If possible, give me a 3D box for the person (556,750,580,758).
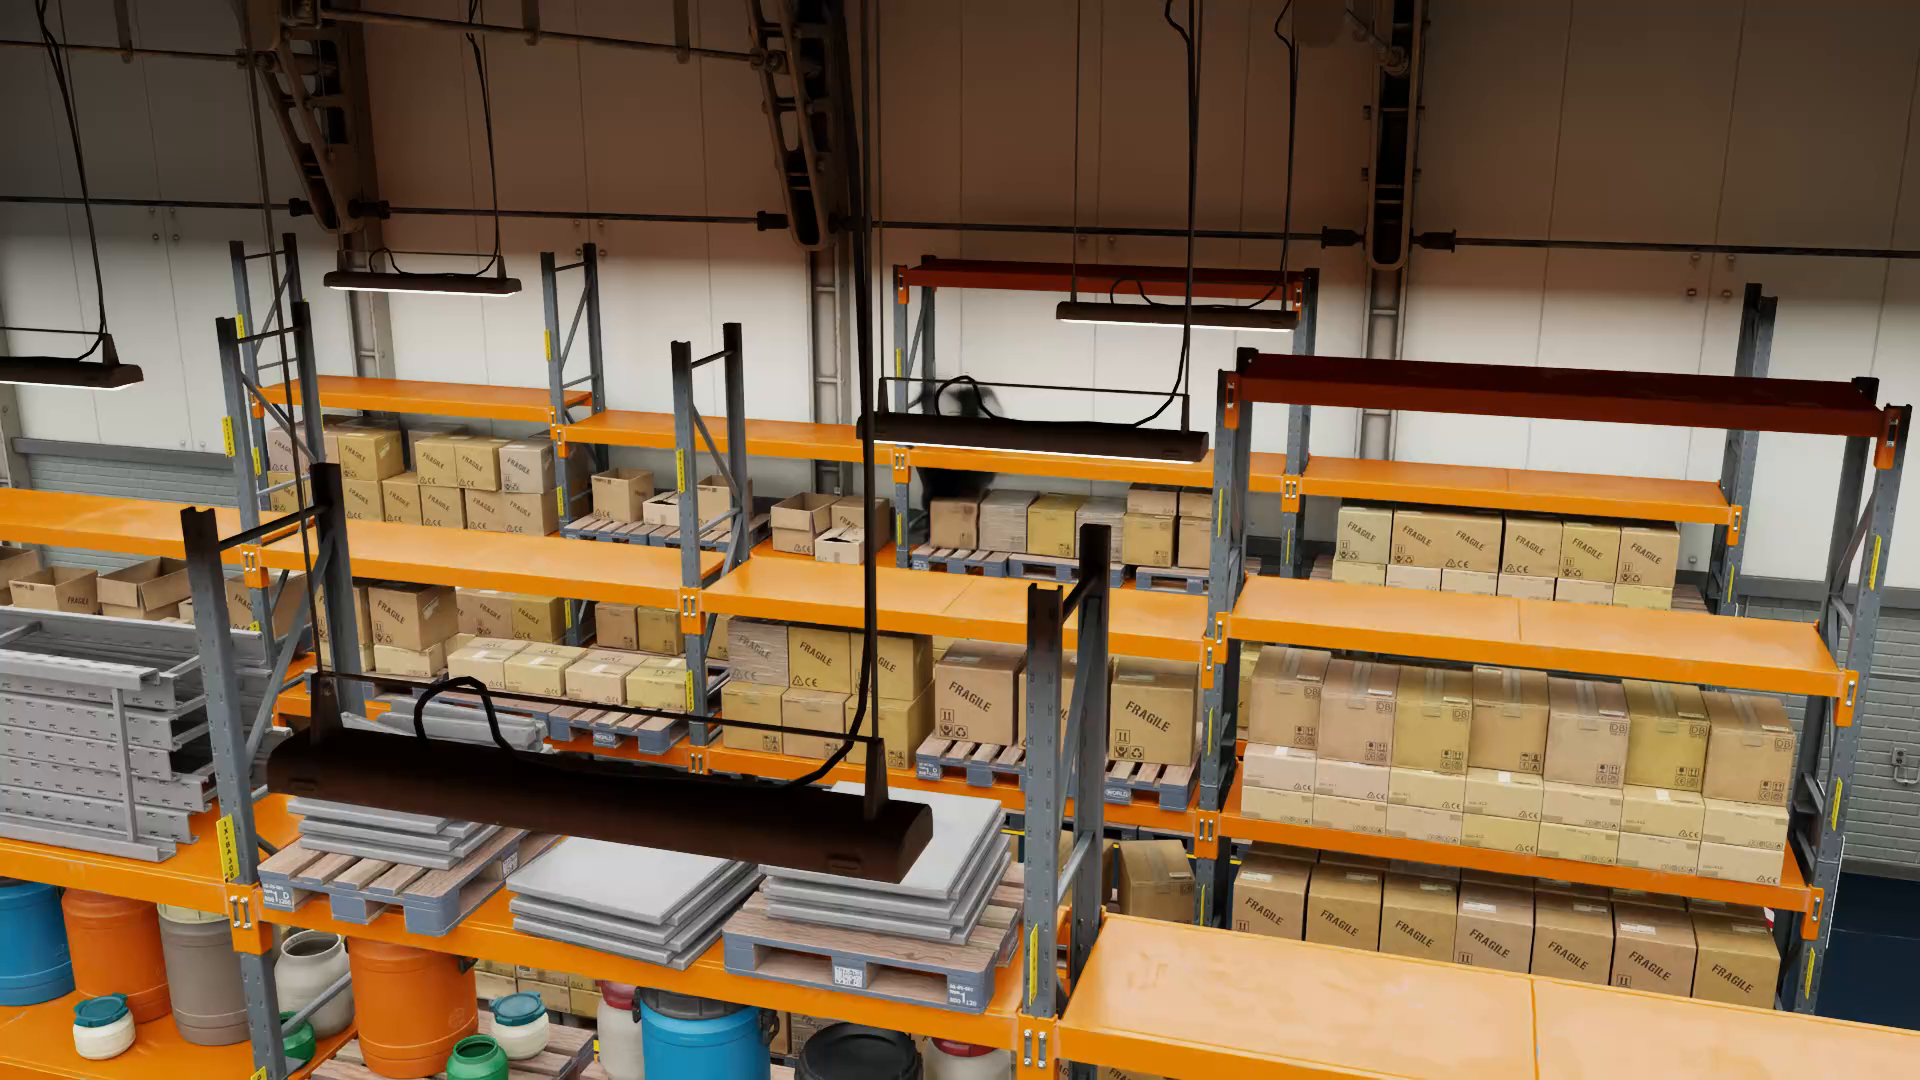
[{"bbox_3d":[-3.744,2.754,16.300,0.601,1.615,0.587,3,16,11],"label":"person"}]
